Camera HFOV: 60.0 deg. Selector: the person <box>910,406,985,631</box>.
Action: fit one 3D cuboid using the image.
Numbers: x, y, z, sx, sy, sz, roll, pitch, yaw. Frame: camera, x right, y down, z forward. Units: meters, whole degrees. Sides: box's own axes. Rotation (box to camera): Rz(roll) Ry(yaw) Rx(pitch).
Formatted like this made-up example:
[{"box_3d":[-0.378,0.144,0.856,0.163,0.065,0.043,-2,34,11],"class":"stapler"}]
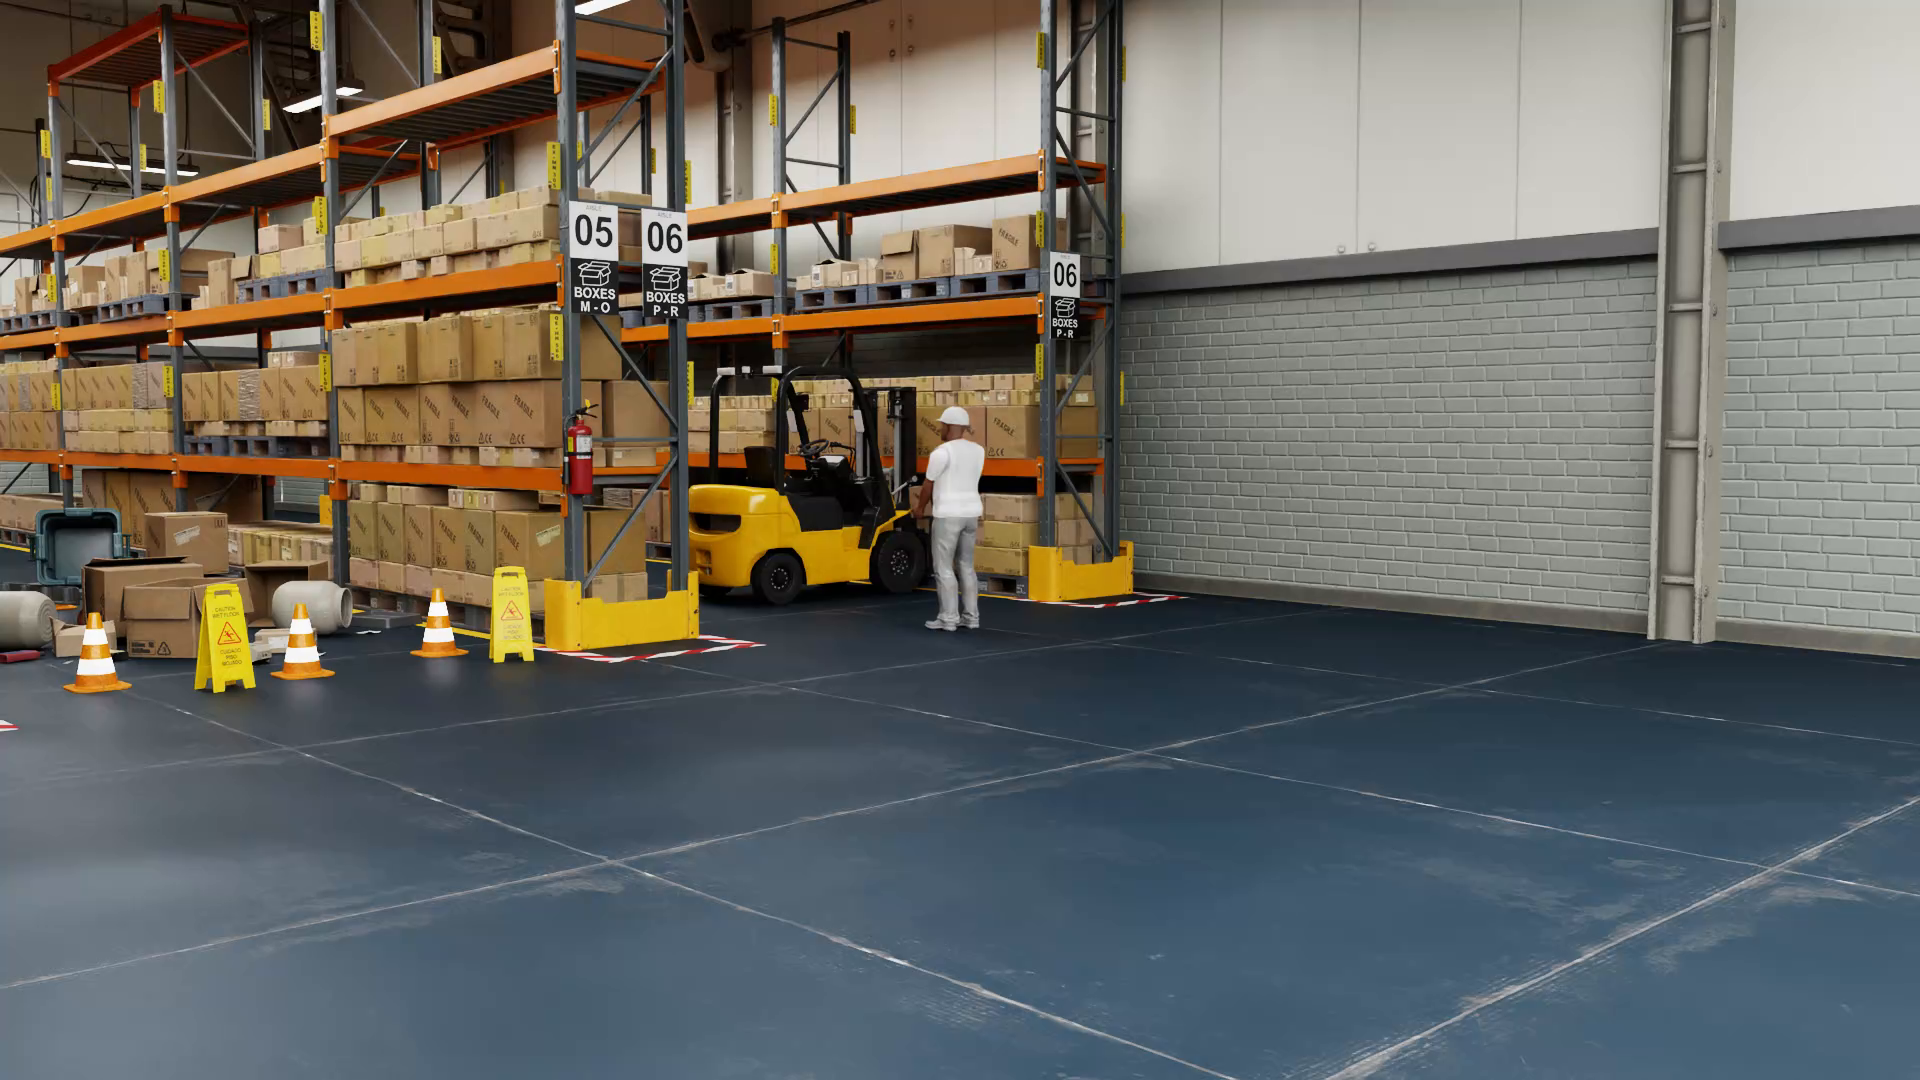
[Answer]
[{"box_3d":[-0.118,-0.178,13.240,0.505,1.763,0.568,-4,5,-44],"class":"person"}]
